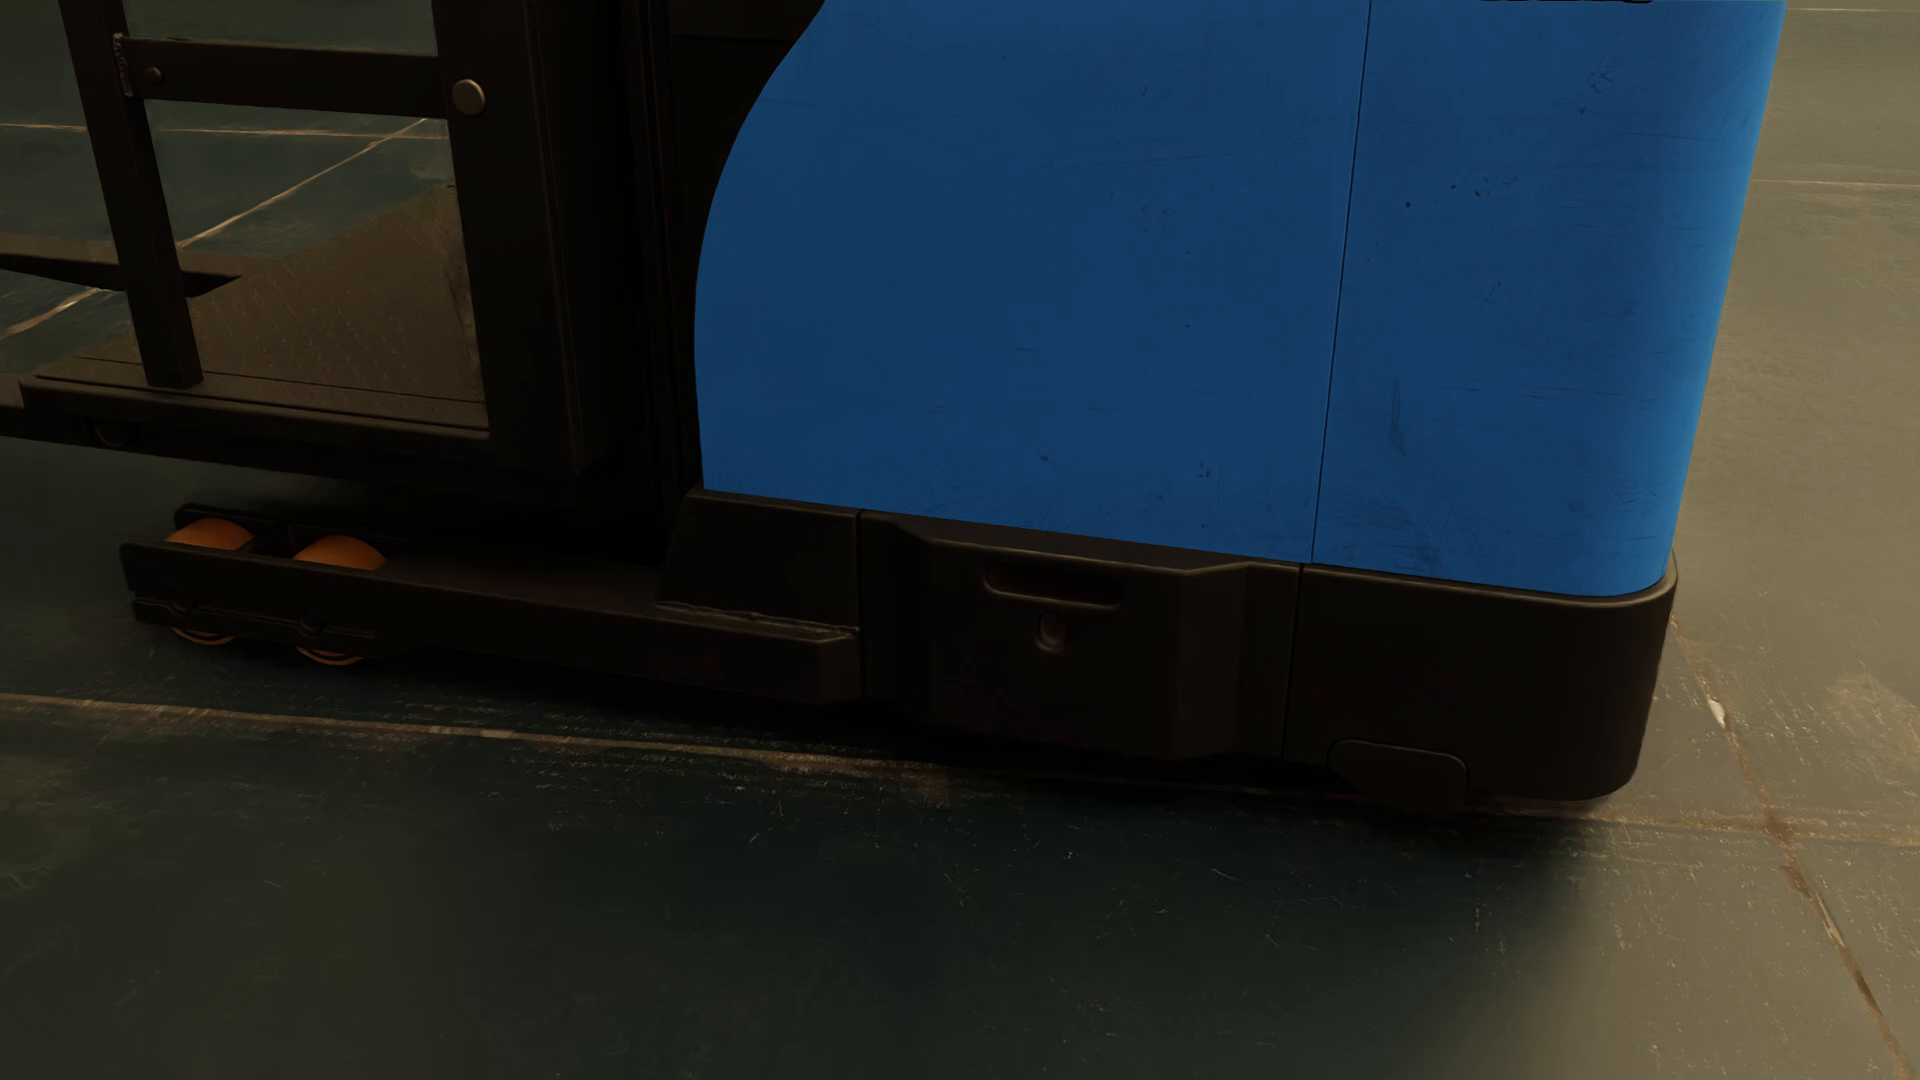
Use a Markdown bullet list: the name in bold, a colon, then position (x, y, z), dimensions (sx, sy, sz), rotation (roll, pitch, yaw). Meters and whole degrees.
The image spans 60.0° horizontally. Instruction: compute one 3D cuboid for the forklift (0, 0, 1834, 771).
- **forklift**: position (-0.617, -1.280, 1.783), dimensions (3.031, 2.935, 1.130), rotation (-1, 27, -2)
